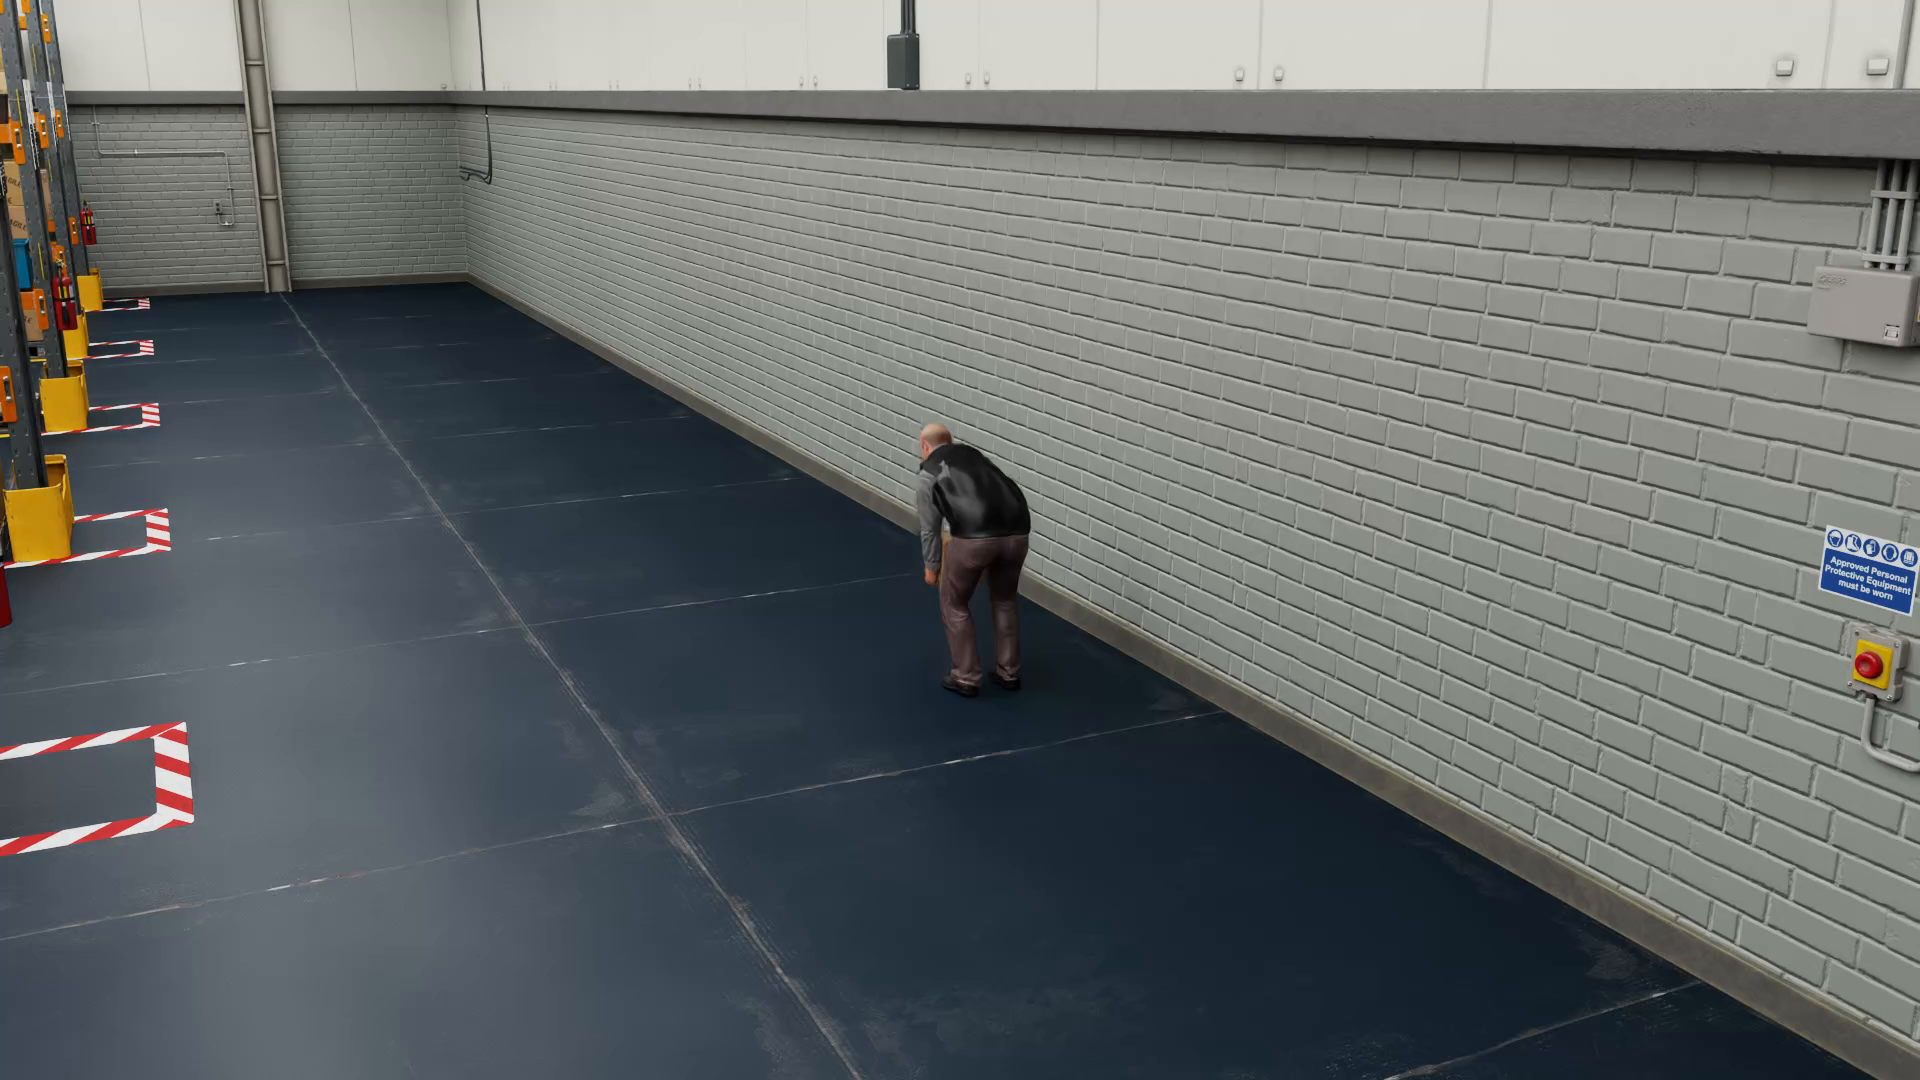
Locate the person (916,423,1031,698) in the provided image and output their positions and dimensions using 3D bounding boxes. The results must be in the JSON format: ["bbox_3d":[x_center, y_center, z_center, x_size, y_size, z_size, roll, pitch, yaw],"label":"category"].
[{"bbox_3d":[0.025,0.095,8.941,0.462,1.348,0.888,-8,17,-26],"label":"person"}]
